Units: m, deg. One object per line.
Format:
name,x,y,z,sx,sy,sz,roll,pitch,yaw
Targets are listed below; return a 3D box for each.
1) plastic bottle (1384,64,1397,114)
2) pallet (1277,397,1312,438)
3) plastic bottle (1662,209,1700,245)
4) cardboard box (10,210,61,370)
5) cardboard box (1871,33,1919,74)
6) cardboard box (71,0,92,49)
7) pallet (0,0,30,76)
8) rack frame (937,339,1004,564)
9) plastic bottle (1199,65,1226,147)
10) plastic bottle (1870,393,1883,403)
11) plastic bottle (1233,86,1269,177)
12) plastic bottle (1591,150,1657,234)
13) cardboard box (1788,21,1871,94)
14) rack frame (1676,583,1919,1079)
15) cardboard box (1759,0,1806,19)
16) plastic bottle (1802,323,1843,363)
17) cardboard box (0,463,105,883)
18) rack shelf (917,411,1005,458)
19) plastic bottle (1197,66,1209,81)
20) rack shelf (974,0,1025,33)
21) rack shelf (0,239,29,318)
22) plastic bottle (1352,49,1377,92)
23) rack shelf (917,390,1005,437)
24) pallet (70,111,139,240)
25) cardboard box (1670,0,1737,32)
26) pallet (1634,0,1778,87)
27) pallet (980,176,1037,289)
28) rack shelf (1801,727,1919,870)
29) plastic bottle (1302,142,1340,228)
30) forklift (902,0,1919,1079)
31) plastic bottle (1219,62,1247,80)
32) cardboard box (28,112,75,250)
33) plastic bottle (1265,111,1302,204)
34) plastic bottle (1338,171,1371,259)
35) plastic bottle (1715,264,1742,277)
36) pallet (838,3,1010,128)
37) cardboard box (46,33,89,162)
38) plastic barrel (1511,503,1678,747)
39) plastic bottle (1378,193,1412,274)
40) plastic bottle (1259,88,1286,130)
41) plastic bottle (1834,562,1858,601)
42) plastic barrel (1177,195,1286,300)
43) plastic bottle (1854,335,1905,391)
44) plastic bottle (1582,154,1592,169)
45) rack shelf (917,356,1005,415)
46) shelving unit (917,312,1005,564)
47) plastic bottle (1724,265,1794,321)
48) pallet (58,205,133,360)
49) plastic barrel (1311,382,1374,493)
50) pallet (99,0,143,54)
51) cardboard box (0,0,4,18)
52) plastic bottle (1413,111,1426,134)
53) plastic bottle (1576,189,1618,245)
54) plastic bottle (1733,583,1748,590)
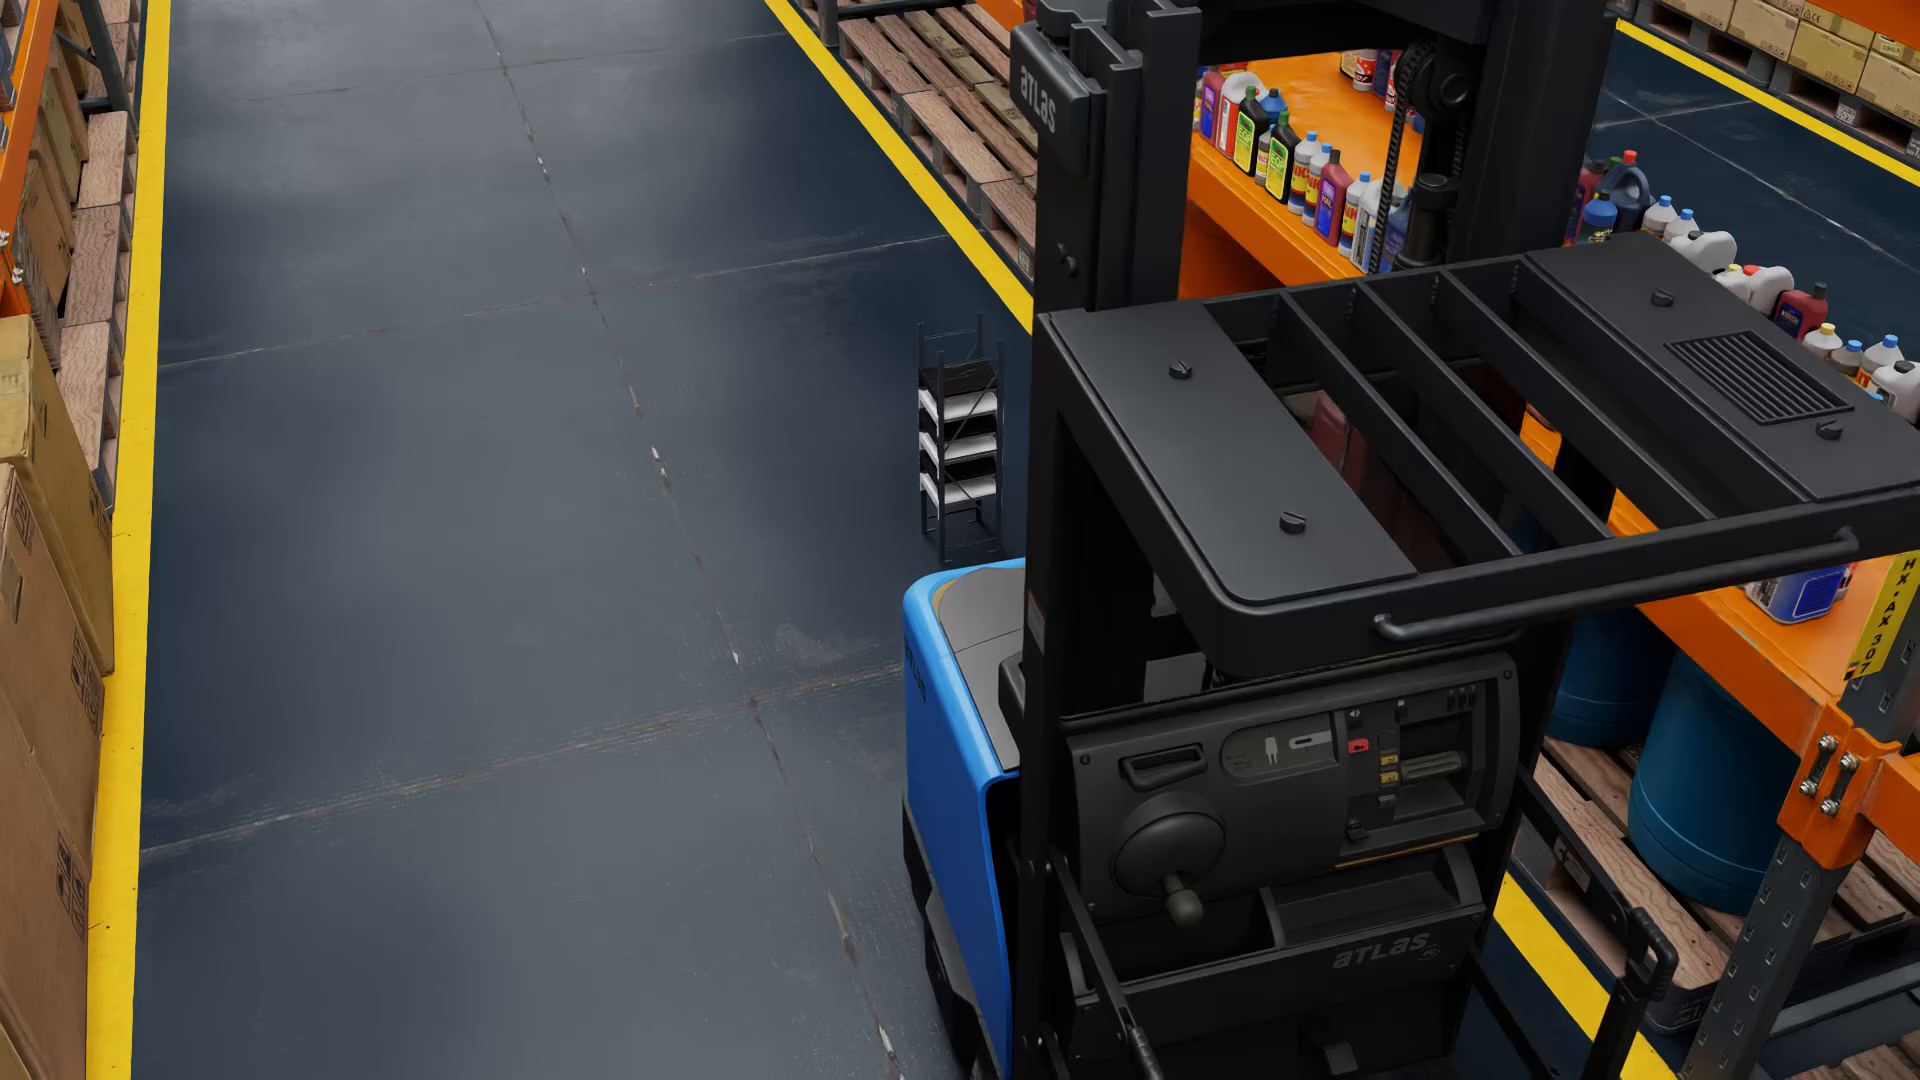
plastic bottle,1.639,-1.694,6.171,0.097,0.201,0.097,0,37,0
pallet,1.308,-0.562,6.821,1.003,0.211,1.213,-12,39,-16
plastic bottle,2.160,-0.868,5.016,0.097,0.271,0.097,0,37,0
cardboard box,-4.105,-0.950,6.730,0.700,0.500,0.500,-16,40,-20
cardboard box,5.238,-2.675,8.778,0.500,0.311,0.500,-11,38,-15
cardboard box,-5.334,-3.073,9.565,0.500,0.500,0.500,-1,37,-1
pallet,-4.373,-2.121,6.732,1.003,0.211,1.213,-12,39,-16
rack frame,0.038,-0.297,5.897,0.240,0.900,0.006,-12,39,-16
plastic bottle,0.913,-1.560,5.925,0.061,0.283,0.133,-12,39,-16
plastic bottle,2.336,-0.285,4.300,0.097,0.201,0.097,0,37,0
plastic bottle,1.005,-1.409,5.724,0.061,0.283,0.133,-12,39,-16
plastic bottle,2.056,-1.029,5.164,0.144,0.351,0.185,-12,39,-16
cardboard box,5.059,-2.743,9.335,0.500,0.250,0.500,-13,39,-16
rack frame,2.374,0.147,3.562,1.000,3.000,0.127,-12,39,-16
cardboard box,4.882,-3.253,9.545,0.500,0.311,0.500,-13,39,-16
plastic bottle,2.365,-0.502,4.589,0.097,0.201,0.097,0,37,0
cardboard box,-3.136,0.493,4.520,1.225,0.875,0.875,-12,39,-16
rack shelf,0.003,-0.400,5.939,0.258,0.077,0.200,-12,39,-16
plastic bottle,0.857,-1.679,6.093,0.097,0.271,0.097,0,37,0
rack shelf,0.309,-2.955,8.278,1.077,0.370,4.000,-12,39,-16
rack shelf,-2.965,0.330,3.917,1.077,0.370,4.000,-12,39,-16
plastic bottle,1.560,-1.824,6.344,0.097,0.201,0.097,0,37,0
rack shelf,0.003,-0.472,5.885,0.258,0.077,0.200,-12,39,-16
pallet,-4.760,-1.794,8.456,1.003,0.211,1.213,-12,39,-16
cardboard box,4.709,-3.318,10.098,0.500,0.250,0.500,-12,39,-15
pallet,4.987,-3.184,10.301,1.003,0.211,1.213,-12,39,-16
pallet,0.767,-1.445,7.993,1.003,0.211,1.213,-12,39,-16
rack shelf,3.062,1.564,2.279,1.077,0.370,4.000,-12,39,-16
plastic bottle,1.175,-1.157,5.400,0.097,0.271,0.097,0,37,0
forklift,0.723,0.558,3.073,1.130,2.935,3.031,-10,38,-12
plastic bottle,0.986,-1.784,6.228,0.152,0.276,0.135,-12,39,-16
cardboard box,-4.499,-1.584,7.571,0.700,0.500,0.500,-16,40,-20
plastic bottle,1.085,-1.278,5.551,0.061,0.283,0.133,-12,39,-16
plastic bottle,1.254,-1.027,5.227,0.097,0.271,0.097,0,37,0
plastic bottle,2.240,-0.709,4.863,0.097,0.201,0.097,0,37,0
pallet,-0.072,-2.823,9.823,1.003,0.211,1.213,-12,39,-16
cardboard box,-4.838,-2.173,8.354,0.700,0.500,0.500,-15,40,-19
plastic barrel,1.959,0.106,5.011,0.600,0.901,0.708,-12,39,-16
plastic bottle,1.371,-0.907,5.003,0.144,0.351,0.185,-12,39,-16
plastic bottle,1.073,-1.430,5.763,0.097,0.271,0.097,0,37,0
plastic bottle,2.045,0.034,3.877,0.097,0.201,0.097,0,37,0
plastic barrel,1.182,-1.141,6.726,0.600,0.830,0.708,-12,39,-16
plastic bottle,2.432,-0.420,4.422,0.097,0.271,0.097,0,37,0
plastic bottle,1.946,-1.209,5.403,0.144,0.351,0.185,-12,39,-16
rack shelf,0.003,-0.544,5.831,0.258,0.077,0.200,-12,39,-16
shelving unit,0.003,-0.355,5.973,0.258,0.900,0.210,-12,39,-16
plastic bottle,2.254,-0.667,4.746,0.152,0.276,0.135,-12,39,-16
pallet,-4.337,-1.103,7.540,1.003,0.211,1.213,-12,39,-16
plastic barrel,1.570,-0.407,5.952,0.600,0.588,0.708,-12,39,-16
pallet,-5.717,-3.296,10.450,1.003,0.211,1.213,-12,39,-16
cardboard box,-4.014,-2.190,6.440,0.500,0.250,0.500,-14,39,-17
plastic bottle,1.706,-1.612,6.004,0.097,0.271,0.097,0,37,0
plastic bottle,1.957,-0.948,5.122,0.097,0.271,0.097,0,37,0
plastic bottle,1.869,0.010,3.908,0.097,0.201,0.097,0,37,0
